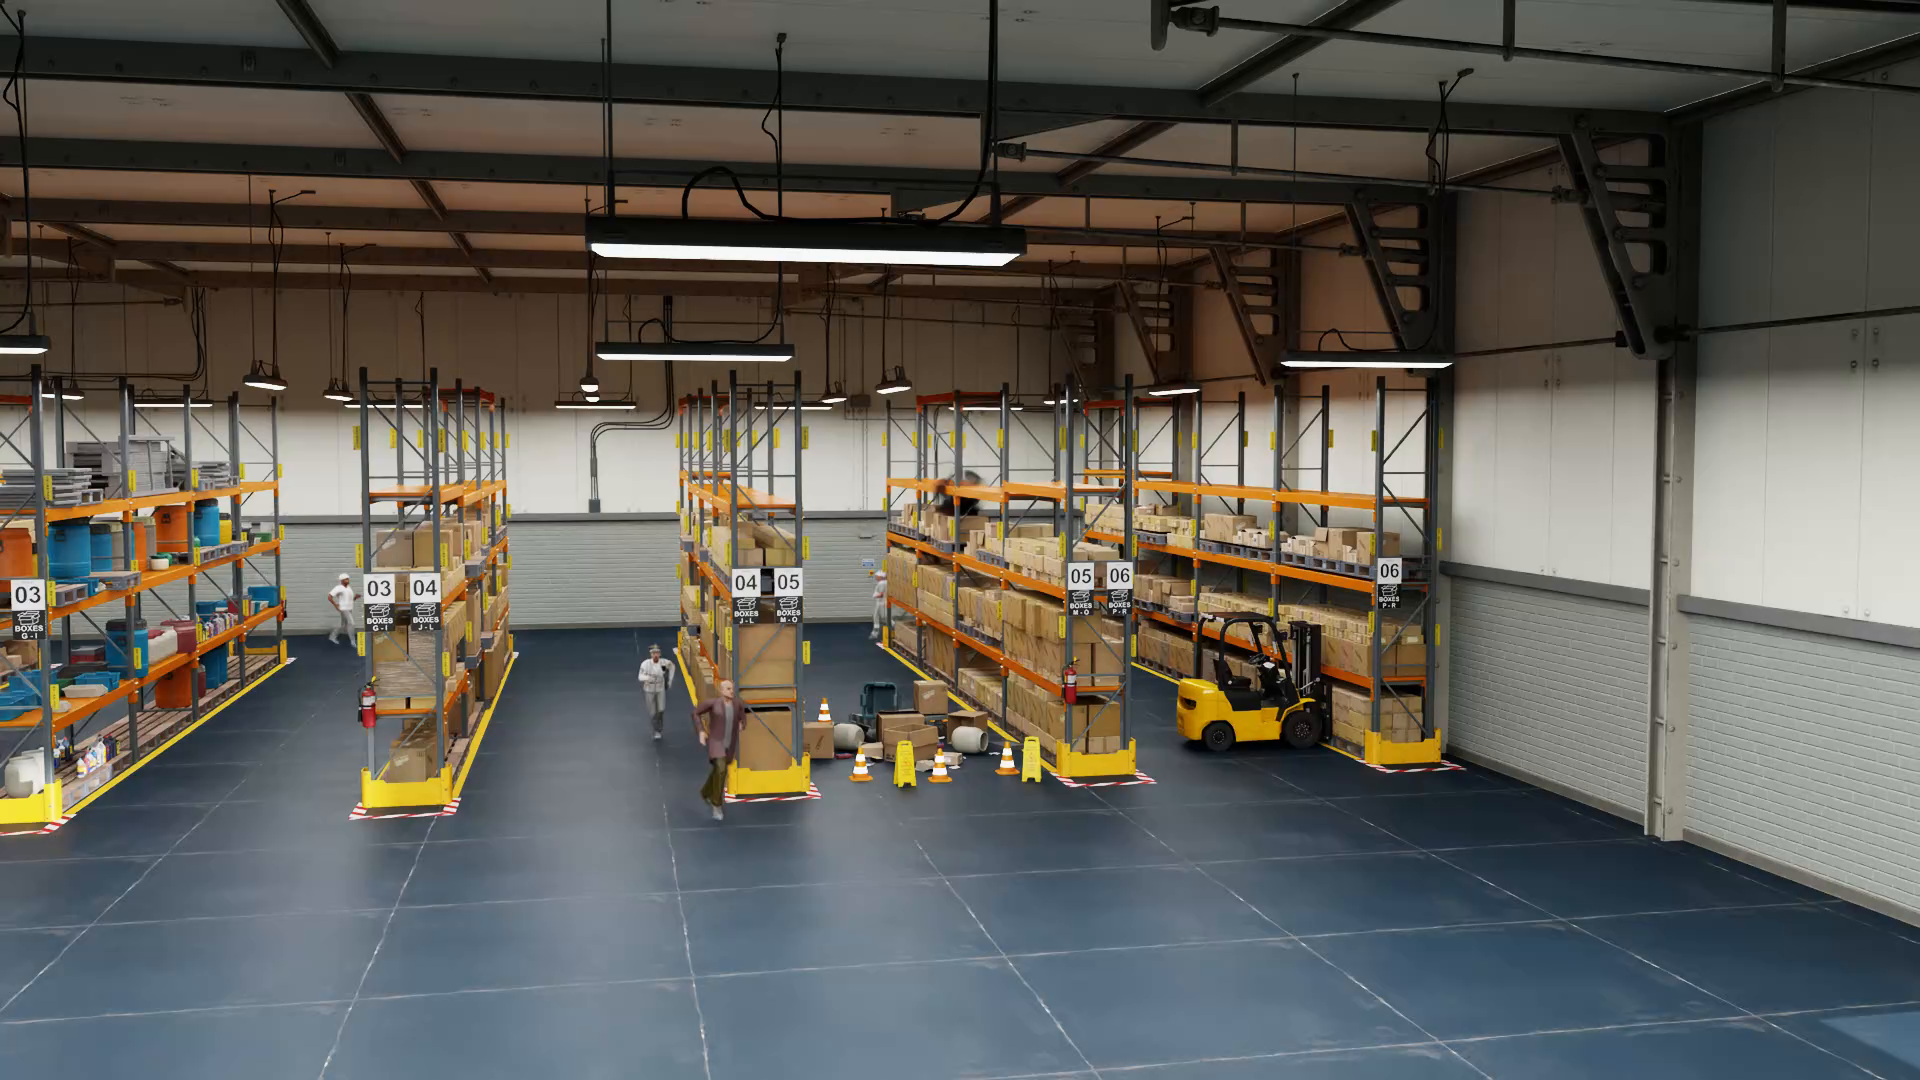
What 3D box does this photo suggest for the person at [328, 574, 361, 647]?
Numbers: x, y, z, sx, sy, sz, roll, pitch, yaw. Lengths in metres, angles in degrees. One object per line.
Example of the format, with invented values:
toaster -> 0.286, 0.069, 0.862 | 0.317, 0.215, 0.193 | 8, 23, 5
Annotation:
person -> -14.866, 1.700, 40.232 | 0.944, 1.780, 0.693 | 0, 3, 3

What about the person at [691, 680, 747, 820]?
person -> -3.226, 2.795, 22.478 | 0.709, 1.820, 0.862 | -3, 5, -41

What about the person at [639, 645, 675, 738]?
person -> -5.047, 2.531, 27.723 | 0.602, 1.619, 0.730 | -1, 3, -10

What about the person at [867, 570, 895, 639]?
person -> -1.918, 1.641, 41.708 | 0.928, 1.783, 0.673 | 0, 3, 5
